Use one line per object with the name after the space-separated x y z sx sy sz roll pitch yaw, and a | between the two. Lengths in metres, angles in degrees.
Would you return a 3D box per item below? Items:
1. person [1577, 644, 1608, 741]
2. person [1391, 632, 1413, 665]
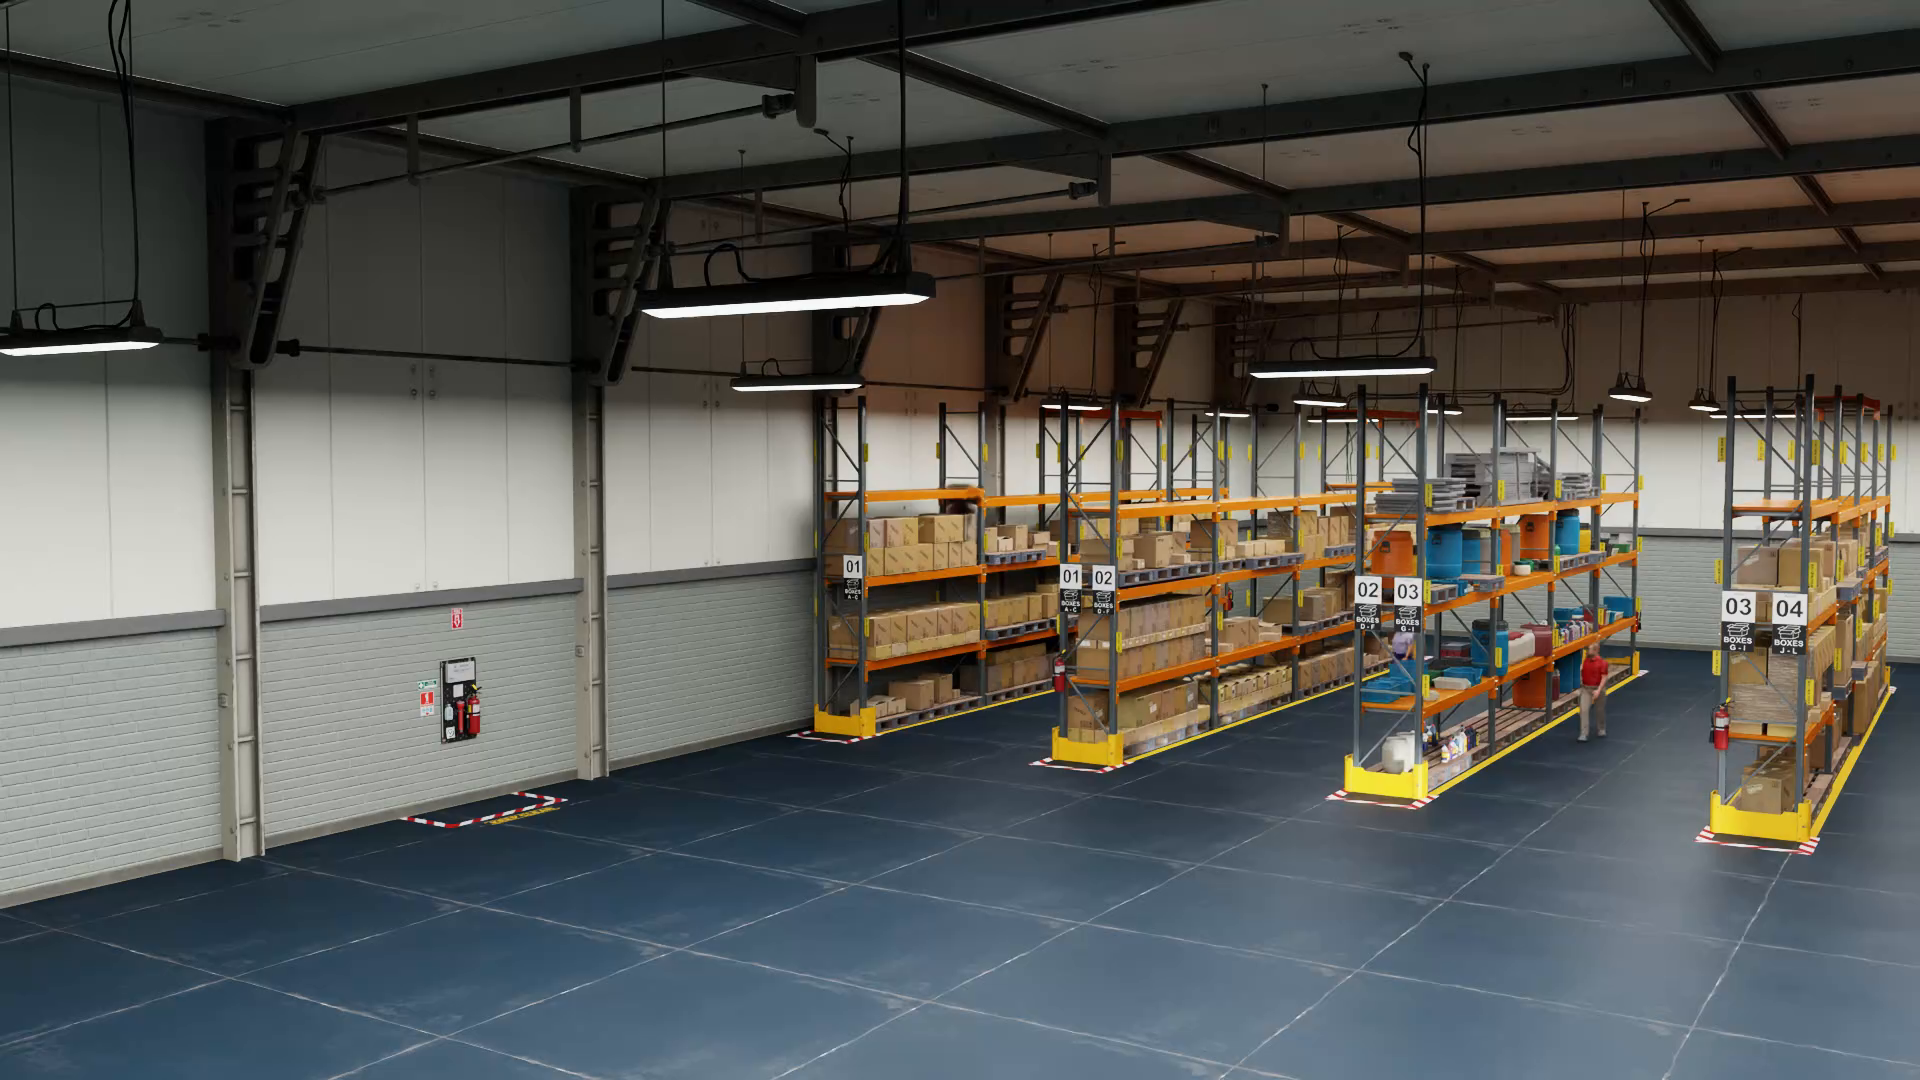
11.036 2.640 28.922 0.469 1.675 1.034 2 3 30 | person
8.983 2.423 33.750 0.455 1.596 0.938 2 4 37 | person
